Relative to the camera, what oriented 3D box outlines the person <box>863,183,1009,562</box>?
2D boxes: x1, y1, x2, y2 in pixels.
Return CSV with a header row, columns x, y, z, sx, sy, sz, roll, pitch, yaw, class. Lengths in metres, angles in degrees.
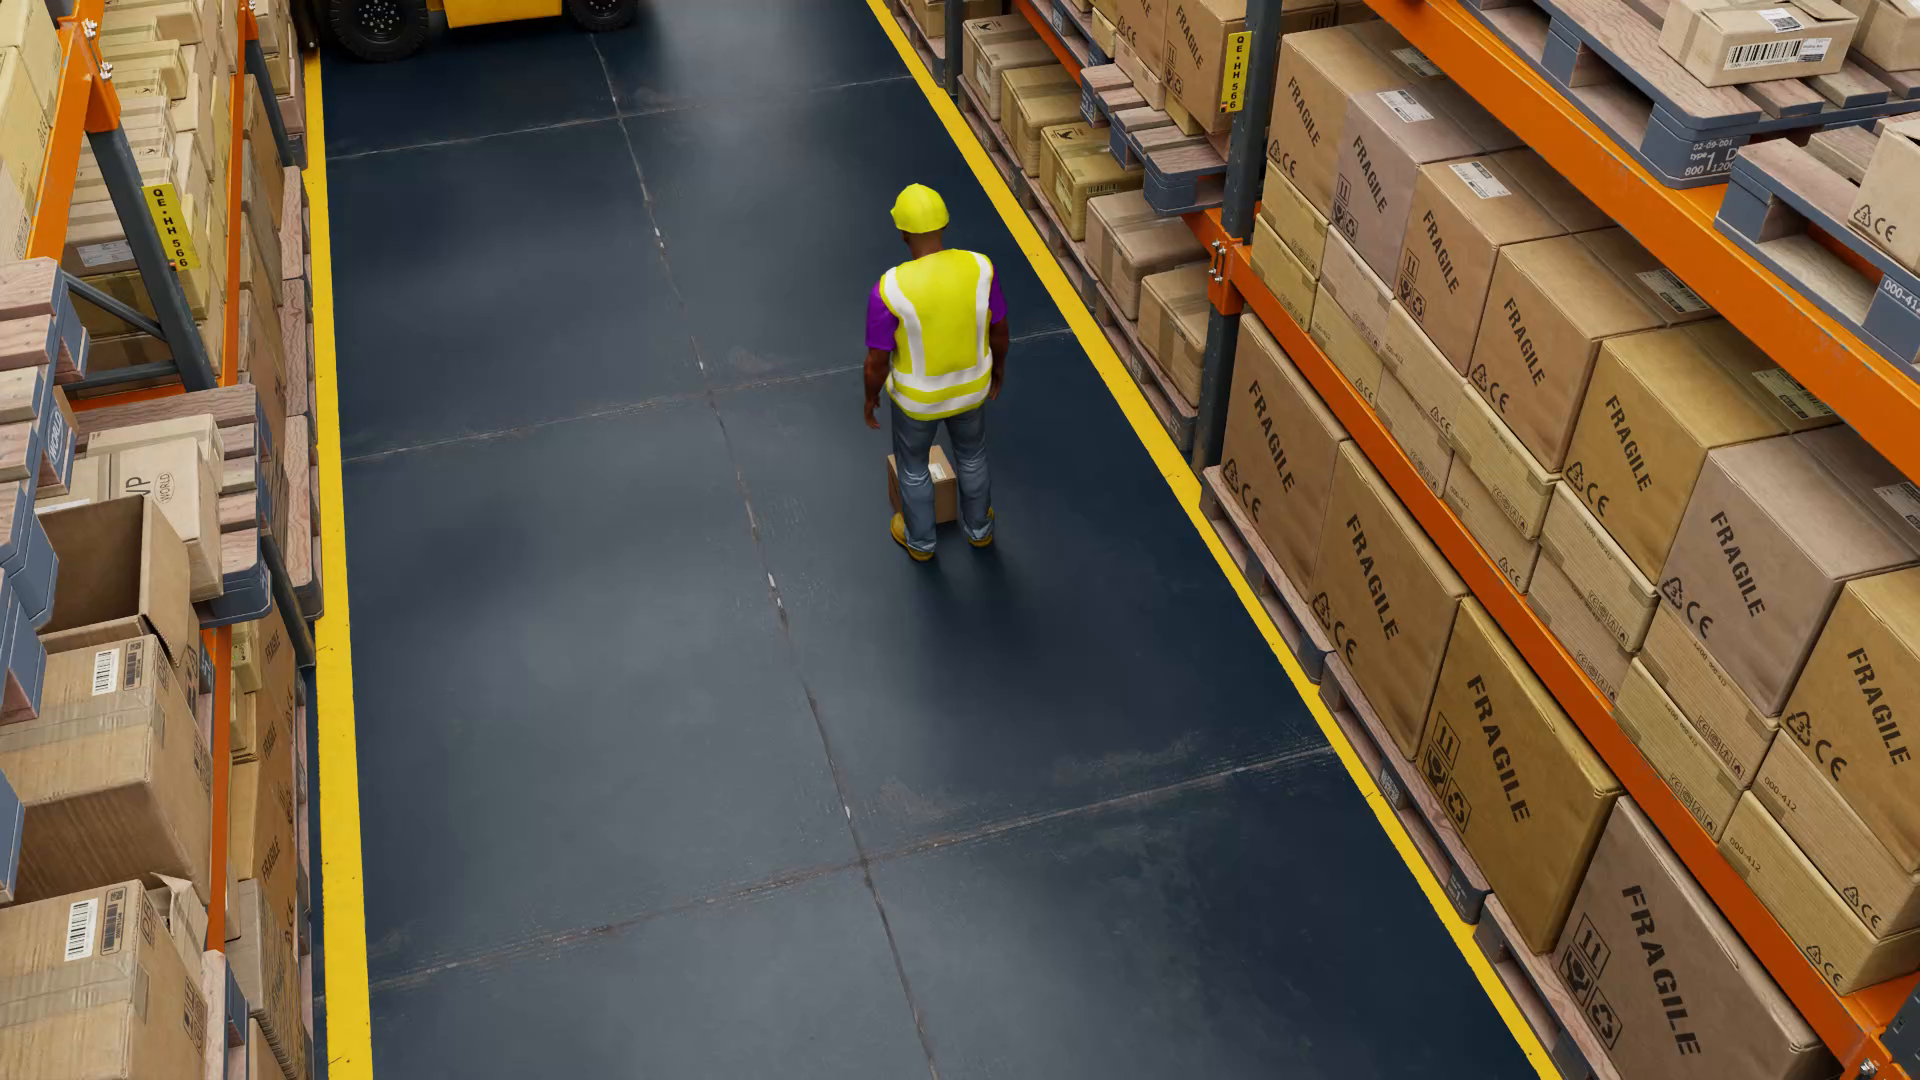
x,y,z,sx,sy,sz,roll,pitch,yaw,class
-0.105,-0.653,6.873,0.634,1.759,0.460,-14,44,-15,person
